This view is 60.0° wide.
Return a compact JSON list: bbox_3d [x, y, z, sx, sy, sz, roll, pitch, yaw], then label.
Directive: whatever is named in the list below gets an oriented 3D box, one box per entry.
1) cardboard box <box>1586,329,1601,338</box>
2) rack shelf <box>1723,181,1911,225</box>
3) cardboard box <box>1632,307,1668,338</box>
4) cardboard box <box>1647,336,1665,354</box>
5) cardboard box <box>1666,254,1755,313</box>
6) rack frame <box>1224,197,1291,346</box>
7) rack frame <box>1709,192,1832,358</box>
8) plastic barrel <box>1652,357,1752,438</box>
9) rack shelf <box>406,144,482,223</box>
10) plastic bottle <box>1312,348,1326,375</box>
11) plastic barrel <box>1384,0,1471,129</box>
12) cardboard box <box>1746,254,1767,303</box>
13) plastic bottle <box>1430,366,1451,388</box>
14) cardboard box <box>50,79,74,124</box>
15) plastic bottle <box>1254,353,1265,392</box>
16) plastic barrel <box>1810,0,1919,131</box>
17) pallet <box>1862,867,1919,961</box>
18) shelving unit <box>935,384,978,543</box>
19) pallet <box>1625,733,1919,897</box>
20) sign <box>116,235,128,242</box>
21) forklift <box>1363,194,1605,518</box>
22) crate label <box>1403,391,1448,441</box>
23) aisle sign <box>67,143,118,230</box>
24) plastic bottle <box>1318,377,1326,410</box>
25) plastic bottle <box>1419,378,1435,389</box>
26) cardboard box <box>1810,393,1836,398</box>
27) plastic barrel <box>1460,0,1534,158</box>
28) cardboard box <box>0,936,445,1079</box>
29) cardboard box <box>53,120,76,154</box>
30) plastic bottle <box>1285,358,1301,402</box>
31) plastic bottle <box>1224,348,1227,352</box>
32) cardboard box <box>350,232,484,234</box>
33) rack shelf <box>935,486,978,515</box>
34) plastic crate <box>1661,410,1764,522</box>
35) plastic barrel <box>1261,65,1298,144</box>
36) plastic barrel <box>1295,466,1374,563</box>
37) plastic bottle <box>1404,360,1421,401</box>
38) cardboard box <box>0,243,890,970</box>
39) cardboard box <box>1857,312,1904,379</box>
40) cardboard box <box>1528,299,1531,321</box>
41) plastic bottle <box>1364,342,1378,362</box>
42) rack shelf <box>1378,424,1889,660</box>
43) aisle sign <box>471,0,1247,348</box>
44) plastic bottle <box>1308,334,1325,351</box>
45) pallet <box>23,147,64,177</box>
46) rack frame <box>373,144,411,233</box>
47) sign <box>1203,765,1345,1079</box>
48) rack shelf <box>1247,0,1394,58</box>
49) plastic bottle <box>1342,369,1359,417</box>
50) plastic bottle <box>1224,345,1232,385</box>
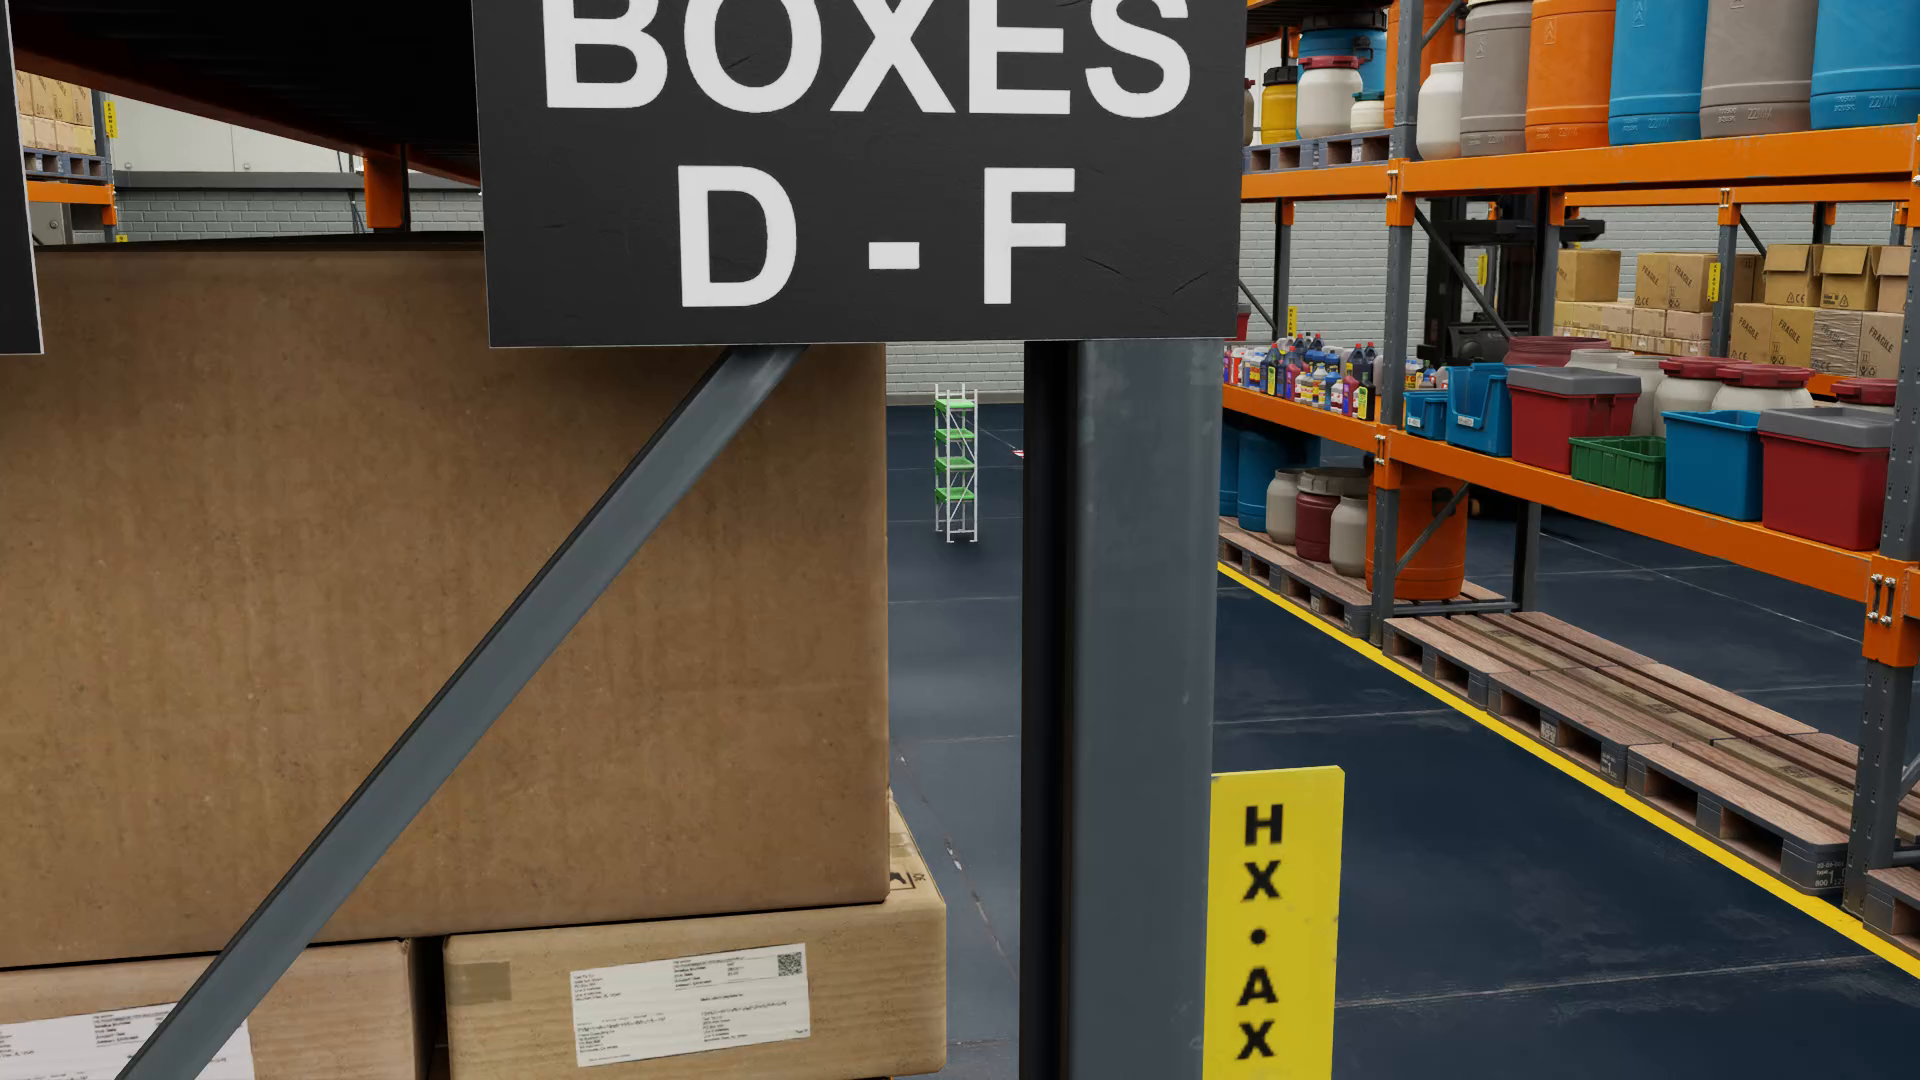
[{"bbox_3d":[6.349,-1.978,16.236,0.380,0.149,0.250,-2,11,-10],"label":"cardboard box"},{"bbox_3d":[7.417,-2.528,12.357,1.077,0.370,4.000,-2,11,-11],"label":"rack shelf"},{"bbox_3d":[6.582,-2.013,15.357,0.500,0.250,0.500,-2,11,-9],"label":"cardboard box"},{"bbox_3d":[6.548,-1.789,15.248,0.380,0.149,0.250,-2,11,-12],"label":"cardboard box"},{"bbox_3d":[6.677,-2.290,14.805,0.500,0.500,0.500,-2,11,-9],"label":"cardboard box"},{"bbox_3d":[2.170,-1.594,13.551,1.000,3.000,0.127,-2,11,-11],"label":"rack frame"},{"bbox_3d":[7.028,-1.775,14.497,1.000,3.000,0.127,-2,11,-11],"label":"rack frame"},{"bbox_3d":[3.528,-0.591,7.917,0.433,0.535,0.433,0,11,0],"label":"plastic barrel"},{"bbox_3d":[-1.523,-1.435,6.613,1.077,0.370,4.000,-2,11,-11],"label":"rack shelf"},{"bbox_3d":[2.640,-1.279,12.236,0.097,0.271,0.097,0,11,0],"label":"plastic bottle"},{"bbox_3d":[2.840,-2.856,9.884,0.600,0.830,0.708,-2,11,-11],"label":"plastic barrel"},{"bbox_3d":[7.186,-2.313,14.924,0.500,0.500,0.500,-2,11,-11],"label":"cardboard box"},{"bbox_3d":[3.091,-0.976,10.633,0.152,0.276,0.135,-2,11,-11],"label":"plastic bottle"},{"bbox_3d":[-7.829,-3.775,13.990,0.500,0.500,0.500,-2,11,-9],"label":"cardboard box"},{"bbox_3d":[2.126,-1.180,11.718,0.097,0.271,0.097,0,11,0],"label":"plastic bottle"},{"bbox_3d":[3.414,-1.932,5.963,0.600,0.901,0.708,-2,11,-11],"label":"plastic barrel"},{"bbox_3d":[3.816,1.367,5.448,1.003,0.211,1.213,-2,11,-11],"label":"pallet"},{"bbox_3d":[-0.032,-0.620,13.244,0.258,1.200,0.503,-2,11,-11],"label":"shelving unit"},{"bbox_3d":[3.535,1.100,6.852,1.003,0.211,1.213,-2,11,-11],"label":"pallet"},{"bbox_3d":[-7.791,-2.670,15.473,0.100,0.325,0.005,-2,11,-11],"label":"sign"},{"bbox_3d":[4.758,-1.712,14.354,1.130,2.935,3.031,-3,11,-17],"label":"forklift"},{"bbox_3d":[2.662,-0.688,9.235,0.303,0.233,0.416,-2,11,-11],"label":"crate label"},{"bbox_3d":[-8.046,-3.269,15.396,0.394,0.787,0.004,-2,11,-11],"label":"aisle sign"},{"bbox_3d":[2.344,-0.940,10.642,0.097,0.201,0.097,0,11,0],"label":"plastic bottle"},{"bbox_3d":[2.972,-0.931,10.598,0.097,0.201,0.097,0,11,0],"label":"plastic bottle"},{"bbox_3d":[7.172,-0.820,14.044,1.225,0.875,0.875,-2,11,-11],"label":"cardboard box"},{"bbox_3d":[2.895,-2.422,8.537,0.600,0.901,0.600,0,11,0],"label":"plastic barrel"},{"bbox_3d":[-0.617,0.355,1.307,0.380,0.149,0.250,-2,11,-12],"label":"cardboard box"},{"bbox_3d":[-7.821,-3.403,14.041,0.500,0.250,0.500,-3,11,-13],"label":"cardboard box"},{"bbox_3d":[2.228,-1.072,11.117,0.061,0.283,0.133,-2,11,-11],"label":"plastic bottle"},{"bbox_3d":[1.957,-1.368,12.691,0.152,0.276,0.135,-2,11,-11],"label":"plastic bottle"},{"bbox_3d":[-0.845,-0.368,3.373,0.700,0.500,0.500,-2,11,-11],"label":"cardboard box"},{"bbox_3d":[-0.032,-0.321,13.301,0.258,0.148,0.480,-2,11,-11],"label":"rack shelf"},{"bbox_3d":[3.206,-0.310,6.847,0.392,0.384,0.575,-2,11,-11],"label":"plastic crate"},{"bbox_3d":[2.546,-3.207,12.373,0.600,0.588,0.600,0,11,0],"label":"plastic barrel"},{"bbox_3d":[2.616,-0.179,11.439,0.600,0.588,0.708,-2,11,-11],"label":"plastic barrel"},{"bbox_3d":[3.024,-1.063,11.101,0.097,0.271,0.097,0,11,0],"label":"plastic bottle"},{"bbox_3d":[-0.444,0.004,1.418,0.700,0.500,0.500,-2,11,-11],"label":"cardboard box"},{"bbox_3d":[7.174,-1.452,12.534,0.500,0.500,0.500,-2,11,-10],"label":"cardboard box"},{"bbox_3d":[6.186,-2.388,17.324,0.500,0.250,0.500,-2,11,-12],"label":"cardboard box"},{"bbox_3d":[2.884,-1.211,11.671,0.144,0.351,0.185,-2,11,-11],"label":"plastic bottle"},{"bbox_3d":[3.337,-0.141,7.837,1.077,0.370,4.000,-2,11,-11],"label":"rack shelf"},{"bbox_3d":[-0.042,-0.490,0.797,0.394,0.787,0.004,-2,11,-11],"label":"aisle sign"},{"bbox_3d":[2.706,-1.380,12.554,0.144,0.351,0.185,-2,11,-11],"label":"plastic bottle"},{"bbox_3d":[-7.931,-3.038,13.350,1.003,0.211,1.213,-2,11,-11],"label":"pallet"},{"bbox_3d":[-1.134,0.052,4.899,1.000,3.000,0.127,-2,11,-11],"label":"rack frame"},{"bbox_3d":[0.190,0.303,1.057,0.100,0.325,0.005,-2,11,-11],"label":"sign"},{"bbox_3d":[2.559,-3.625,11.168,1.077,0.370,4.000,-2,11,-11],"label":"rack shelf"},{"bbox_3d":[2.406,-0.904,10.238,0.061,0.283,0.133,-2,11,-11],"label":"plastic bottle"},{"bbox_3d":[1.995,-1.291,12.271,0.061,0.283,0.133,-2,11,-11],"label":"plastic bottle"}]
